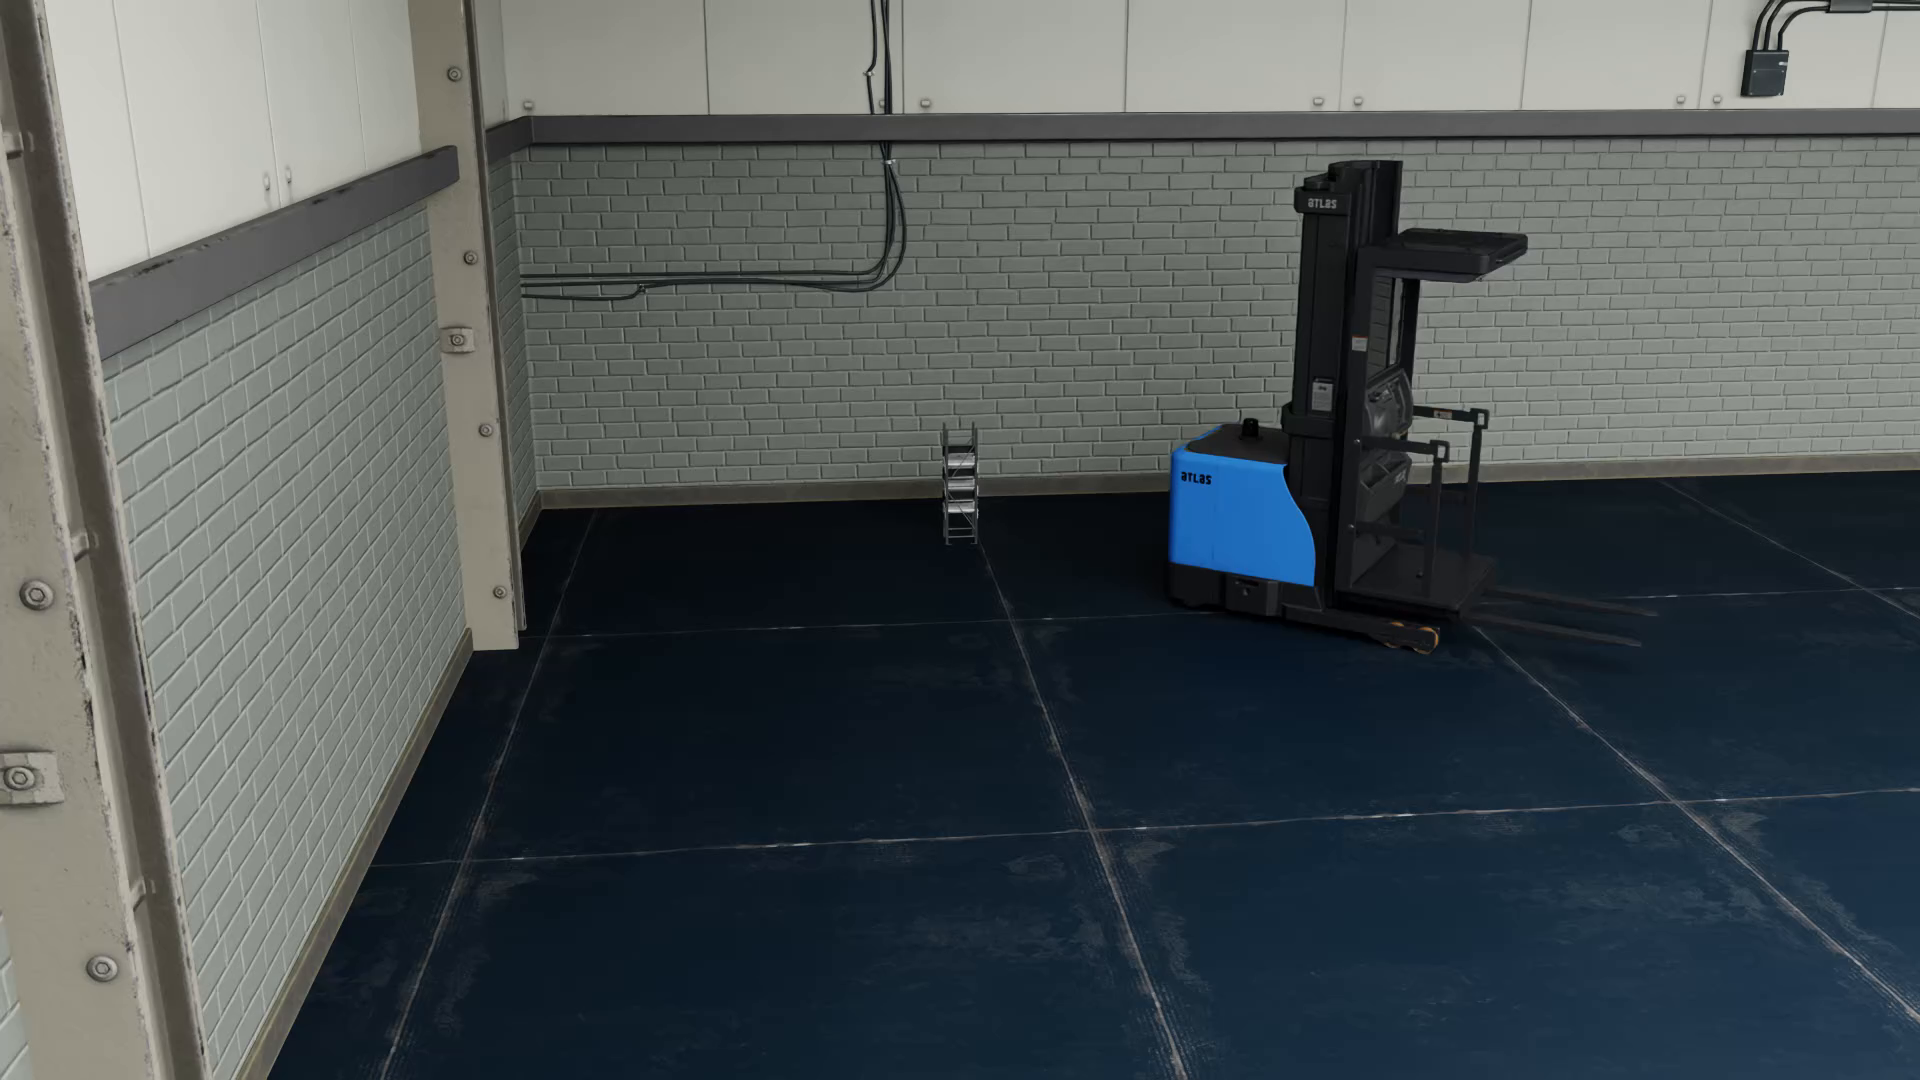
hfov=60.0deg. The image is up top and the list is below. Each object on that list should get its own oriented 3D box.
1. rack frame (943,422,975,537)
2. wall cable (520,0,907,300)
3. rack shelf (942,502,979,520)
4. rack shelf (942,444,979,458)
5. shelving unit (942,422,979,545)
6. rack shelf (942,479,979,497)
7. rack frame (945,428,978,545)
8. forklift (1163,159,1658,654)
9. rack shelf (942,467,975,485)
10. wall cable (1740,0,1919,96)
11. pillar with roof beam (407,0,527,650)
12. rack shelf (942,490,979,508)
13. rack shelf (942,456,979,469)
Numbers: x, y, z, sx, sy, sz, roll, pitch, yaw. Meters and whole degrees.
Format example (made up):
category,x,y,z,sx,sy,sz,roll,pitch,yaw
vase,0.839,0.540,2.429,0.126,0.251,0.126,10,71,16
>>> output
category,x,y,z,sx,sy,sz,roll,pitch,yaw
rack frame,-0.010,-0.457,12.631,0.240,0.900,0.006,-2,18,-6
wall cable,-1.954,-3.098,12.706,3.097,2.526,0.112,-2,18,-6
rack shelf,0.001,-0.223,12.598,0.258,0.077,0.200,-2,18,-6
rack shelf,0.001,-0.653,12.464,0.258,0.077,0.200,-2,18,-6
shelving unit,0.001,-0.427,12.535,0.258,0.900,0.210,-2,18,-6
rack shelf,0.001,-0.395,12.545,0.258,0.077,0.200,-2,18,-6
rack frame,0.011,-0.397,12.438,0.240,0.900,0.006,-2,18,-6
forklift,2.917,-0.867,10.546,3.031,2.935,1.130,10,20,29
rack shelf,0.001,-0.481,12.518,0.258,0.077,0.200,-2,18,-6
wall cable,7.491,-6.491,12.651,2.305,6.003,0.169,-2,18,-6
pillar with roof beam,1.317,-3.794,9.739,9.100,9.000,0.400,-2,18,-6
rack shelf,0.001,-0.309,12.572,0.258,0.077,0.200,-2,18,-6
rack shelf,0.001,-0.567,12.491,0.258,0.077,0.200,-2,18,-6
